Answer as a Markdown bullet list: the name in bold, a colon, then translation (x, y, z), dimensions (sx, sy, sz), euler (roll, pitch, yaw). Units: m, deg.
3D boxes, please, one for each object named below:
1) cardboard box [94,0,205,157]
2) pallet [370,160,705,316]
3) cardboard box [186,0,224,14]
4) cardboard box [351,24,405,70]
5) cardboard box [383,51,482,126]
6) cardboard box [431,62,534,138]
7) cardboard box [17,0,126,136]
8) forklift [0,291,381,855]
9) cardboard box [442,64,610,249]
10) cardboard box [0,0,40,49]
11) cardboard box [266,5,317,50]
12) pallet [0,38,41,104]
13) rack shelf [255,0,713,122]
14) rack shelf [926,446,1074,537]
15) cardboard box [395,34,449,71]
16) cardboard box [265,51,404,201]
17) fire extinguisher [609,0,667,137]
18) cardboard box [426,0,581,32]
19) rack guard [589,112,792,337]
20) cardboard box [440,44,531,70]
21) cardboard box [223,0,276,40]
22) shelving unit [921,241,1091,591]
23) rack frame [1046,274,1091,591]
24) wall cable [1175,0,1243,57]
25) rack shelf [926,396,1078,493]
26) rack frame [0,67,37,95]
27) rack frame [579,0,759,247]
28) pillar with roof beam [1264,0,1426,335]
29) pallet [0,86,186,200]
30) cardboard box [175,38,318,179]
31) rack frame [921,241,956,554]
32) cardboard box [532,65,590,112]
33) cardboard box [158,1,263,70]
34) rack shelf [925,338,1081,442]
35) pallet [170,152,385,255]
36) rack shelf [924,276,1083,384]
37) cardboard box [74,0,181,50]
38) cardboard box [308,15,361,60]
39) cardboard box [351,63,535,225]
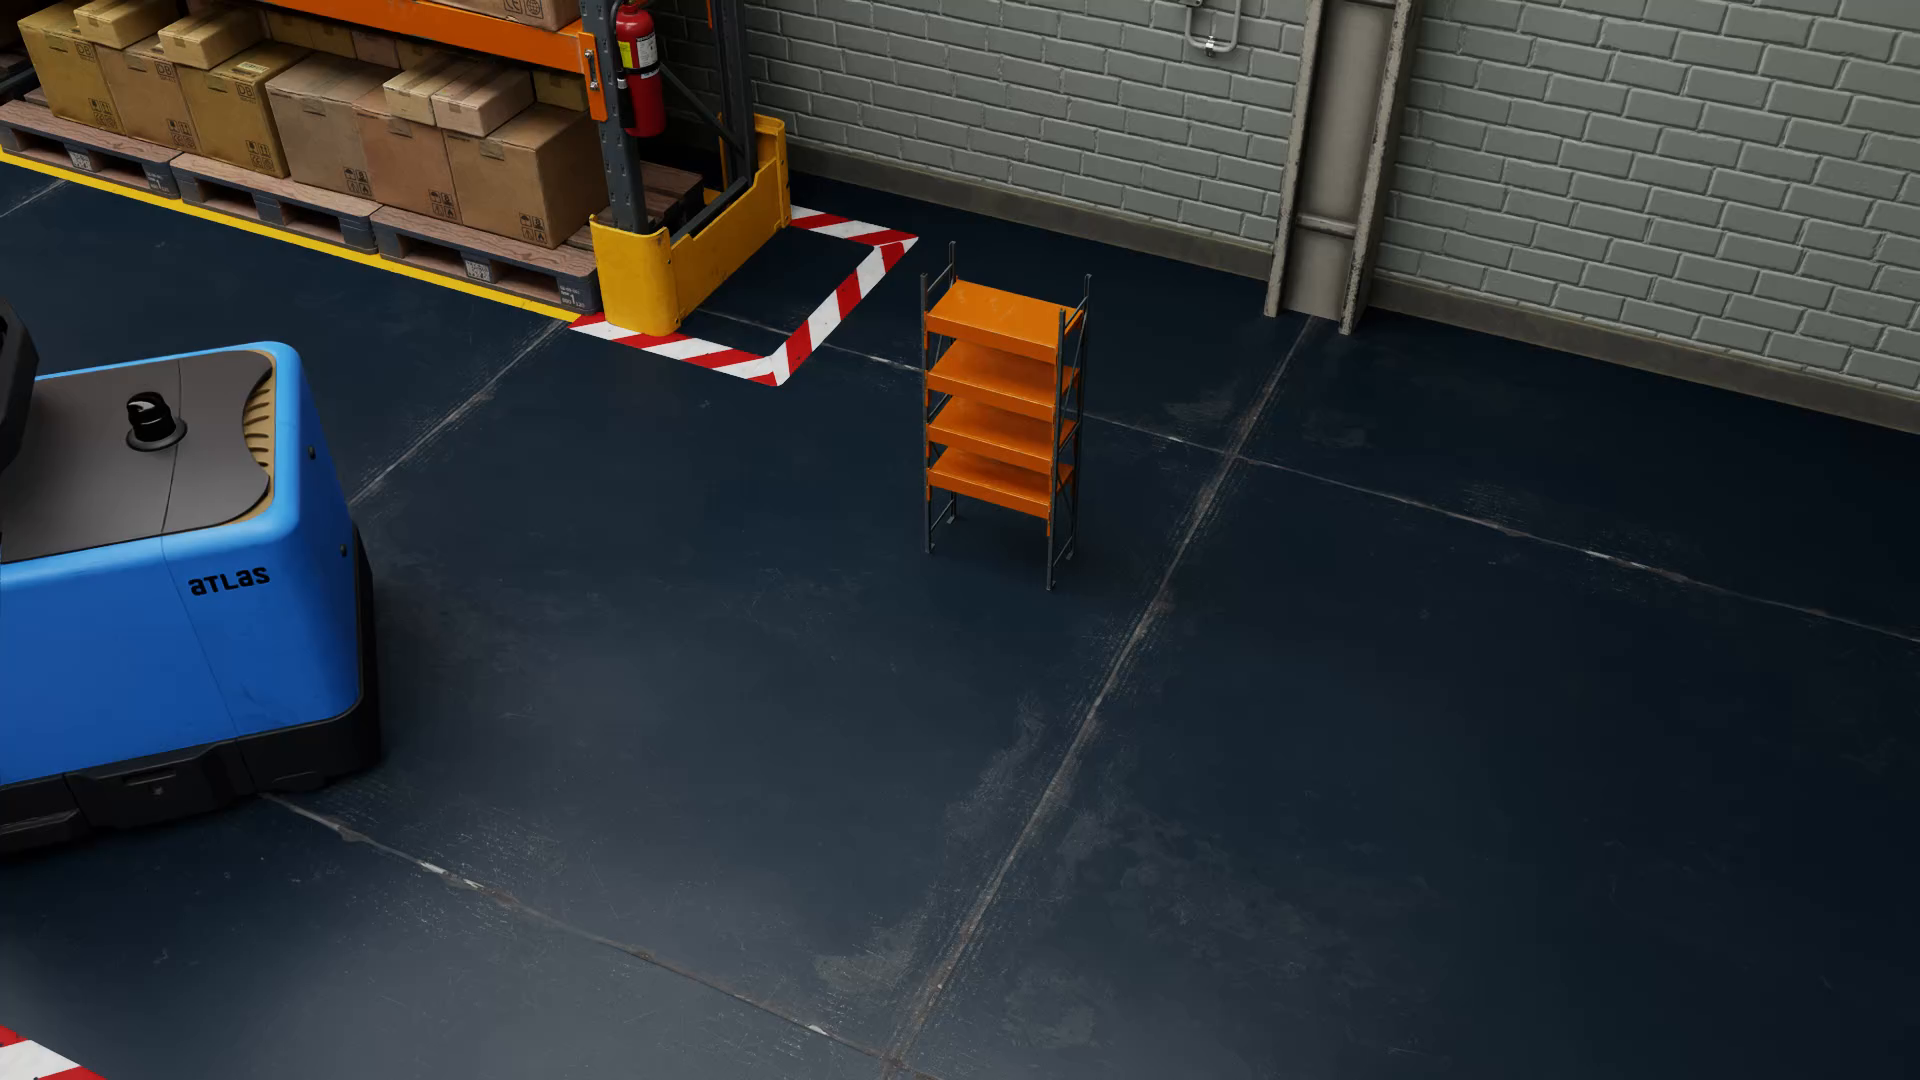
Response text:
- **cardboard box**: translation (-3.752, -2.322, 8.226), dimensions (0.500, 0.500, 0.700), euler (17, 44, 18)
- **pallet**: translation (-1.973, -1.530, 7.854), dimensions (1.213, 0.211, 1.003), euler (17, 44, 19)
- **cardboard box**: translation (-3.536, -2.649, 8.108), dimensions (0.250, 0.149, 0.380), euler (16, 43, 17)
- **cardboard box**: translation (-2.611, -2.366, 7.782), dimensions (0.250, 0.149, 0.380), euler (18, 44, 19)
- **cardboard box**: translation (-2.318, -2.000, 7.360), dimensions (0.250, 0.149, 0.380), euler (18, 44, 20)
- **cardboard box**: translation (-2.086, -1.930, 7.279), dimensions (0.250, 0.149, 0.380), euler (16, 44, 18)
- **cardboard box**: translation (-4.206, -2.463, 8.389), dimensions (0.500, 0.500, 0.700), euler (18, 44, 19)
- **forklift**: translation (-3.446, -0.375, 4.445), dimensions (3.031, 2.935, 1.130), euler (-11, 42, -13)
- **cardboard box**: translation (-1.892, -1.757, 7.575), dimensions (0.500, 0.500, 0.700), euler (17, 44, 19)
- **cardboard box**: translation (-5.485, -2.966, 8.702), dimensions (0.750, 0.750, 0.750), euler (17, 44, 19)
- **cardboard box**: translation (-3.073, -2.507, 7.945), dimensions (0.250, 0.149, 0.380), euler (16, 43, 18)
- **pallet**: translation (-5.572, -2.632, 9.125), dimensions (1.213, 0.211, 1.003), euler (17, 44, 19)
- **rack shelf**: translation (-3.028, -2.691, 7.614), dimensions (4.000, 0.370, 1.077), euler (17, 44, 19)
- **rack shelf**: translation (0.150, -0.207, 5.978), dimensions (0.480, 0.148, 0.258), euler (17, 44, 19)
- **cardboard box**: translation (-2.380, -2.296, 7.701), dimensions (0.250, 0.149, 0.380), euler (17, 44, 19)
- **cardboard box**: translation (-2.802, -2.035, 7.895), dimensions (0.500, 0.500, 0.700), euler (16, 43, 17)
- **fire extinguisher**: translation (-1.274, -1.923, 6.522), dimensions (0.183, 0.674, 0.296), euler (17, 44, 19)
- **cardboard box**: translation (-1.682, -2.658, 6.797), dimensions (0.700, 0.700, 0.980), euler (19, 44, 21)
- **rack guard**: translation (-1.194, -1.458, 7.550), dimensions (0.348, 0.500, 1.175), euler (17, 44, 19)
- **cardboard box**: translation (-2.154, -2.226, 7.621), dimensions (0.250, 0.149, 0.380), euler (17, 44, 19)
- **cardboard box**: translation (-3.308, -2.578, 8.027), dimensions (0.250, 0.149, 0.380), euler (17, 44, 19)
- **shelving unit**: translation (0.150, -0.408, 5.804), dimensions (0.503, 1.200, 0.258), euler (17, 44, 19)
- **rack frame**: translation (0.371, -0.340, 5.726), dimensions (0.015, 1.200, 0.240), euler (17, 44, 19)
- **wall cable**: translation (0.345, -3.000, 6.645), dimensions (1.851, 1.984, 0.084), euler (17, 44, 19)
- **rack shelf**: translation (0.150, -0.357, 5.848), dimensions (0.480, 0.148, 0.258), euler (17, 44, 19)
- **rack frame**: translation (-4.841, -3.517, 8.017), dimensions (0.127, 3.000, 1.000), euler (17, 44, 19)
- **rack frame**: translation (-1.216, -2.409, 6.739), dimensions (0.127, 3.000, 1.000), euler (17, 44, 19)
- **pillar with roof beam**: translation (-0.223, -1.886, 1.556), dimensions (0.400, 9.000, 9.100), euler (17, 44, 19)
- **pallet**: translation (-4.185, -2.206, 8.634), dimensions (1.213, 0.211, 1.003), euler (17, 44, 19)
- **cardboard box**: translation (-3.288, -2.178, 8.061), dimensions (0.500, 0.500, 0.700), euler (18, 44, 20)
- **rack frame**: translation (-0.071, -0.475, 5.882), dimensions (0.015, 1.200, 0.240), euler (17, 44, 19)
- **cardboard box**: translation (-1.694, -2.087, 7.460), dimensions (0.250, 0.149, 0.380), euler (17, 44, 19)
- **cardboard box**: translation (-3.500, -2.360, 7.776), dimensions (0.250, 0.149, 0.380), euler (16, 43, 17)
- **rack shelf**: translation (0.150, -0.526, 5.702), dimensions (0.480, 0.148, 0.258), euler (17, 44, 19)
- **pallet**: translation (-3.075, -1.869, 8.245), dimensions (1.213, 0.211, 1.003), euler (17, 44, 19)
- **rack shelf**: translation (0.150, -0.704, 5.547), dimensions (0.480, 0.148, 0.258), euler (17, 44, 19)
- **cardboard box**: translation (-3.973, -2.505, 7.942), dimensions (0.250, 0.149, 0.380), euler (18, 44, 20)
- **cardboard box**: translation (-2.844, -2.437, 7.864), dimensions (0.250, 0.149, 0.380), euler (17, 44, 19)
- **cardboard box**: translation (-2.346, -1.896, 7.735), dimensions (0.500, 0.500, 0.700), euler (17, 44, 19)
